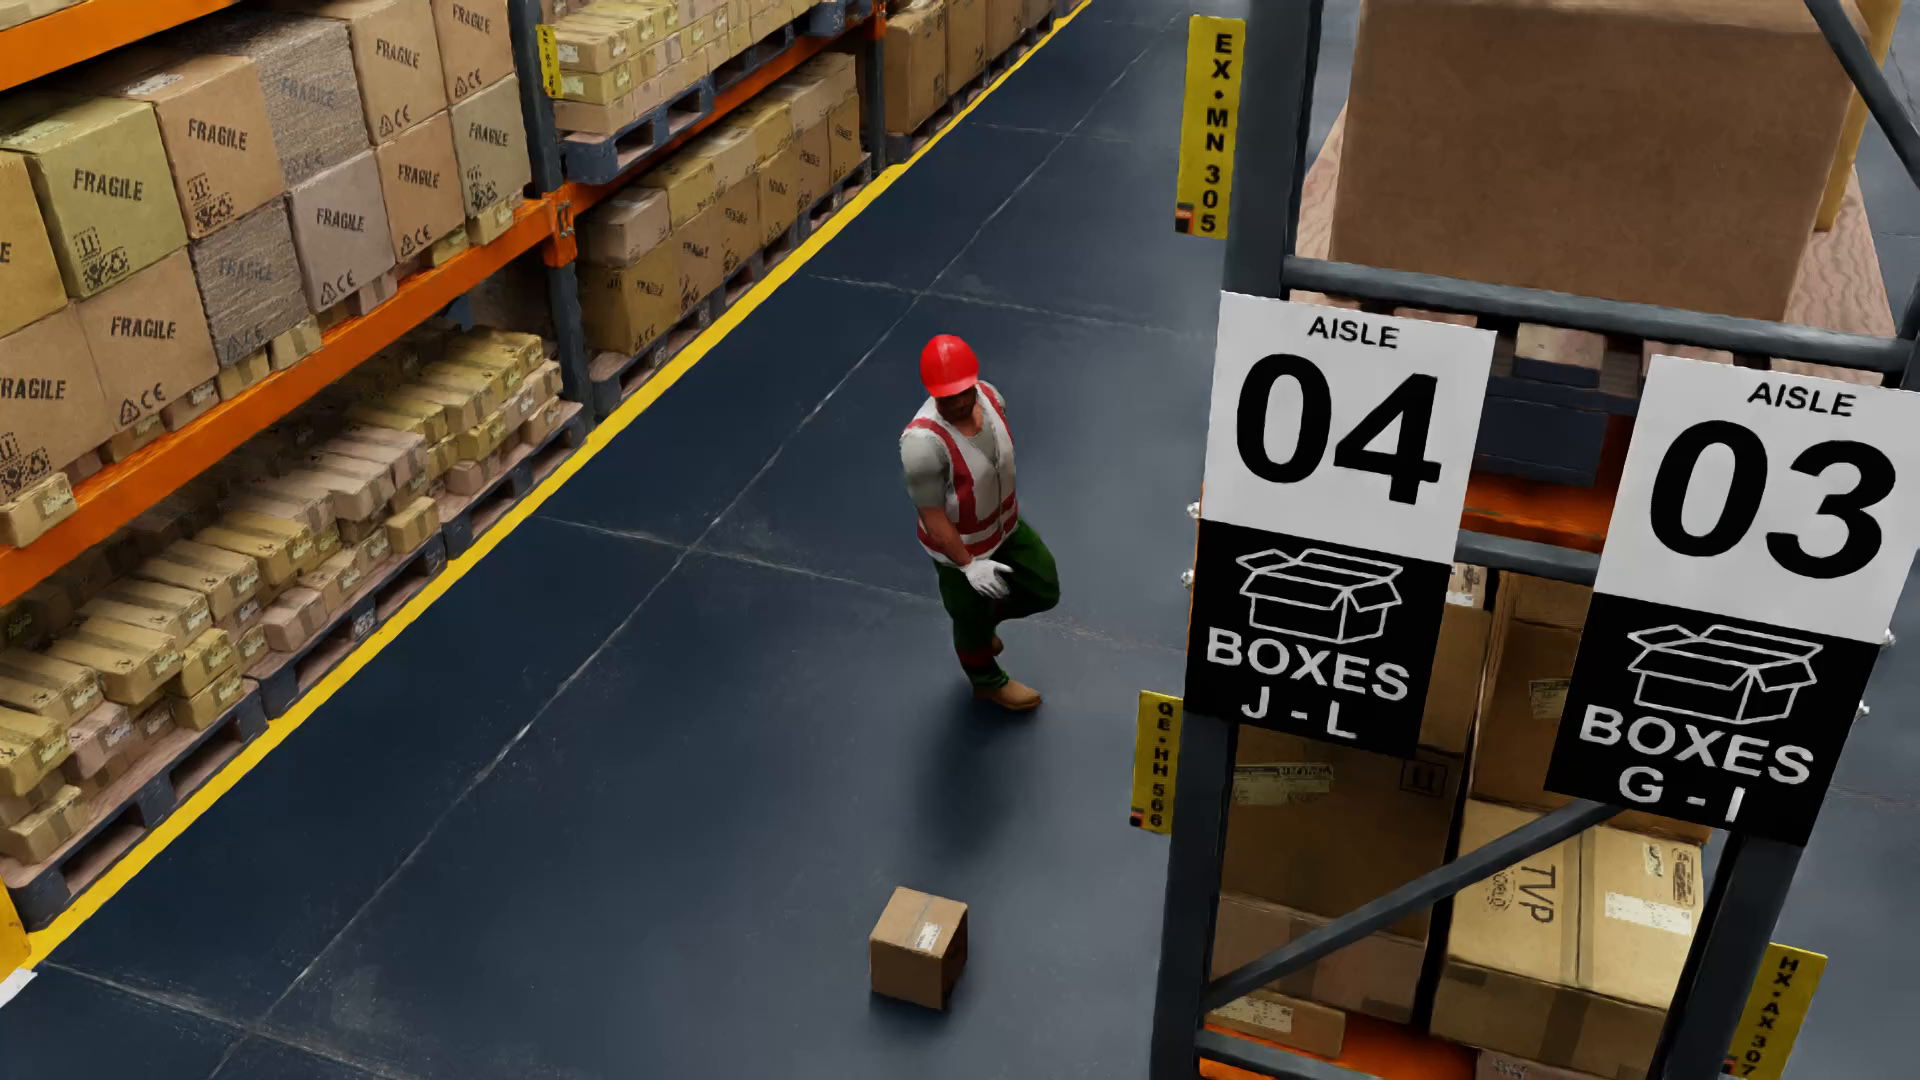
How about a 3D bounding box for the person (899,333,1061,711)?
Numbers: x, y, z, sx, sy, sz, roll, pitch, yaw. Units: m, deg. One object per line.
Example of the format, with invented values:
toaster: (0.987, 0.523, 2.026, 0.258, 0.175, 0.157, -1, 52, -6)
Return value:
person: (4.972, -1.998, 9.210, 3.483, 1.747, 12.569, 24, 40, 32)
